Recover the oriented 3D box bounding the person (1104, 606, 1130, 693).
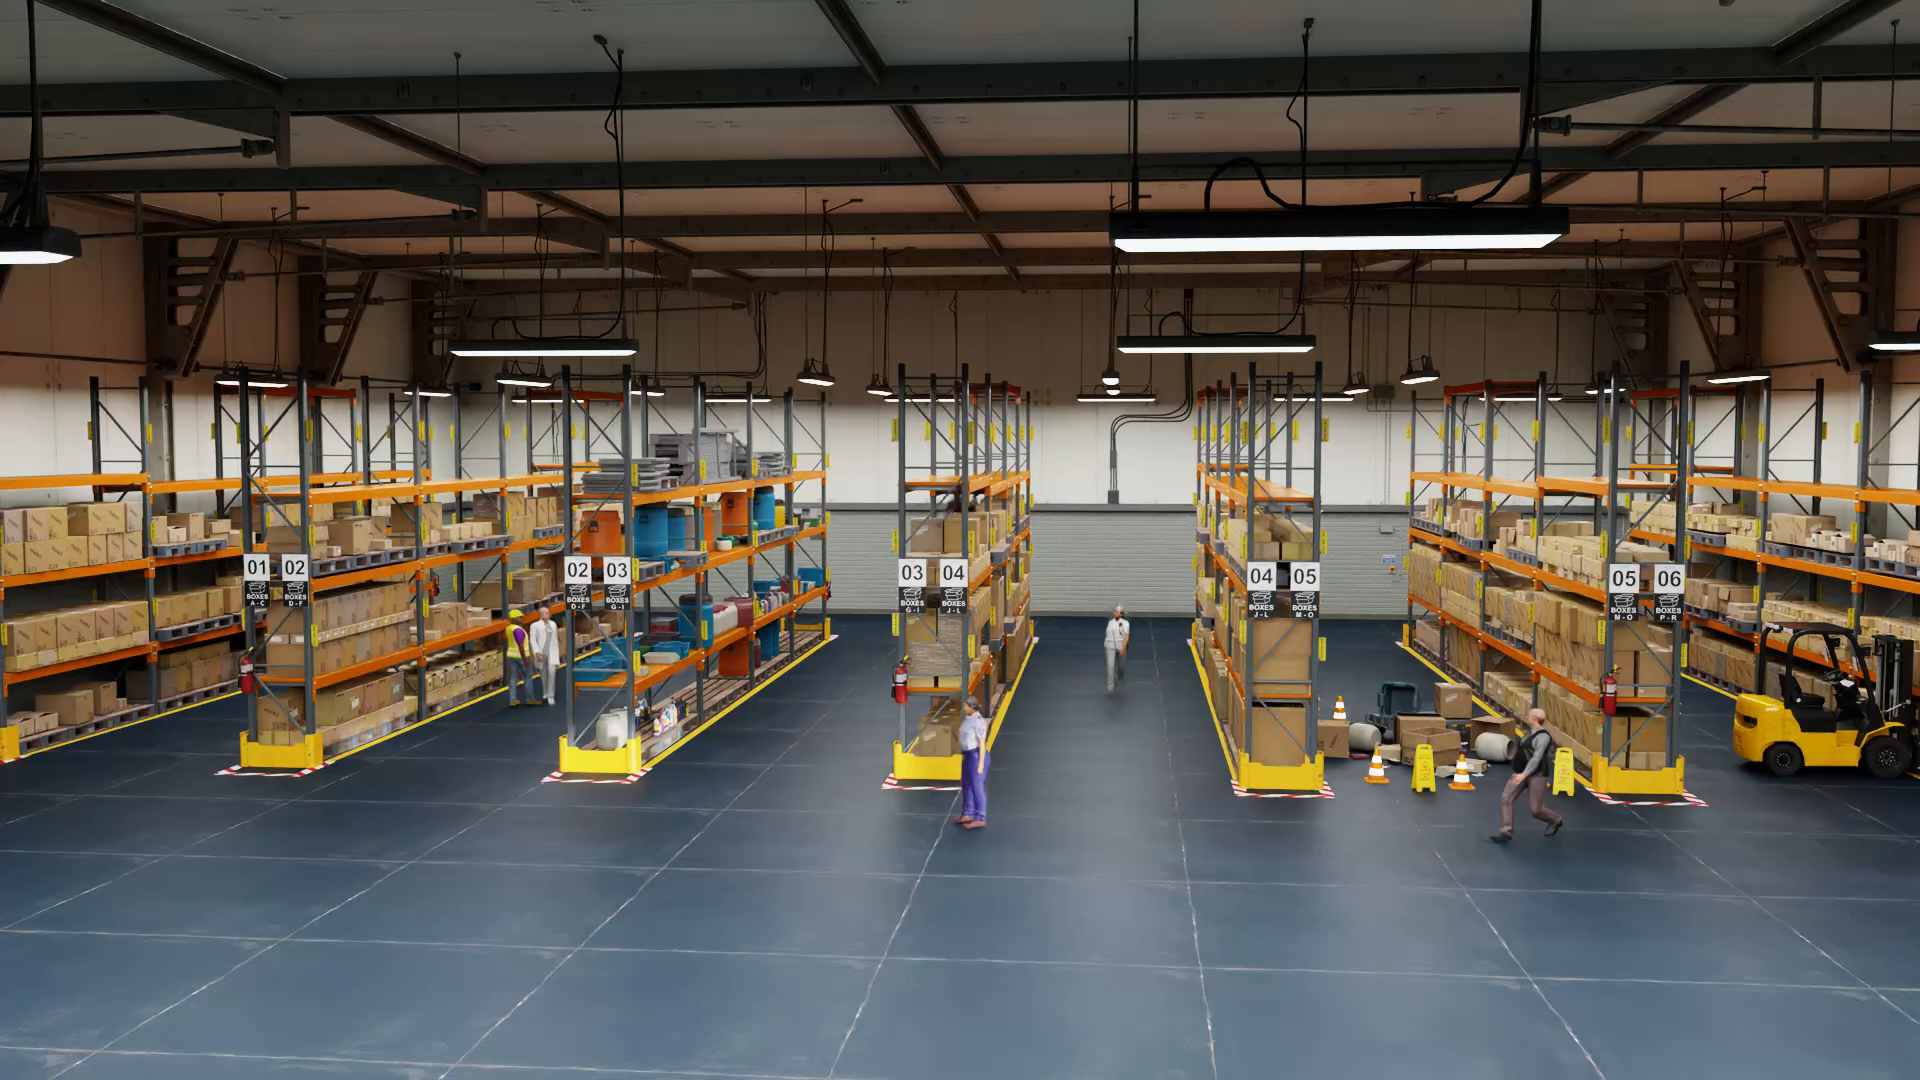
[{"bbox_3d":[2.964,2.054,31.496,0.482,1.602,0.952,0,4,0],"label":"person"}]

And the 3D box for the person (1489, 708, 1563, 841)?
[{"bbox_3d":[6.977,2.886,20.437,0.980,1.619,0.474,-2,4,-29],"label":"person"}]

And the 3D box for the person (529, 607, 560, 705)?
[{"bbox_3d":[-7.677,2.124,30.775,0.543,1.739,1.003,0,4,-4],"label":"person"}]

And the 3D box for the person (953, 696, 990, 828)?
[{"bbox_3d":[0.145,2.811,21.226,0.417,1.654,0.512,-2,4,-22],"label":"person"}]

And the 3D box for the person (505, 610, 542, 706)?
[{"bbox_3d":[-8.096,2.160,30.593,0.584,1.776,0.578,1,4,22],"label":"person"}]
